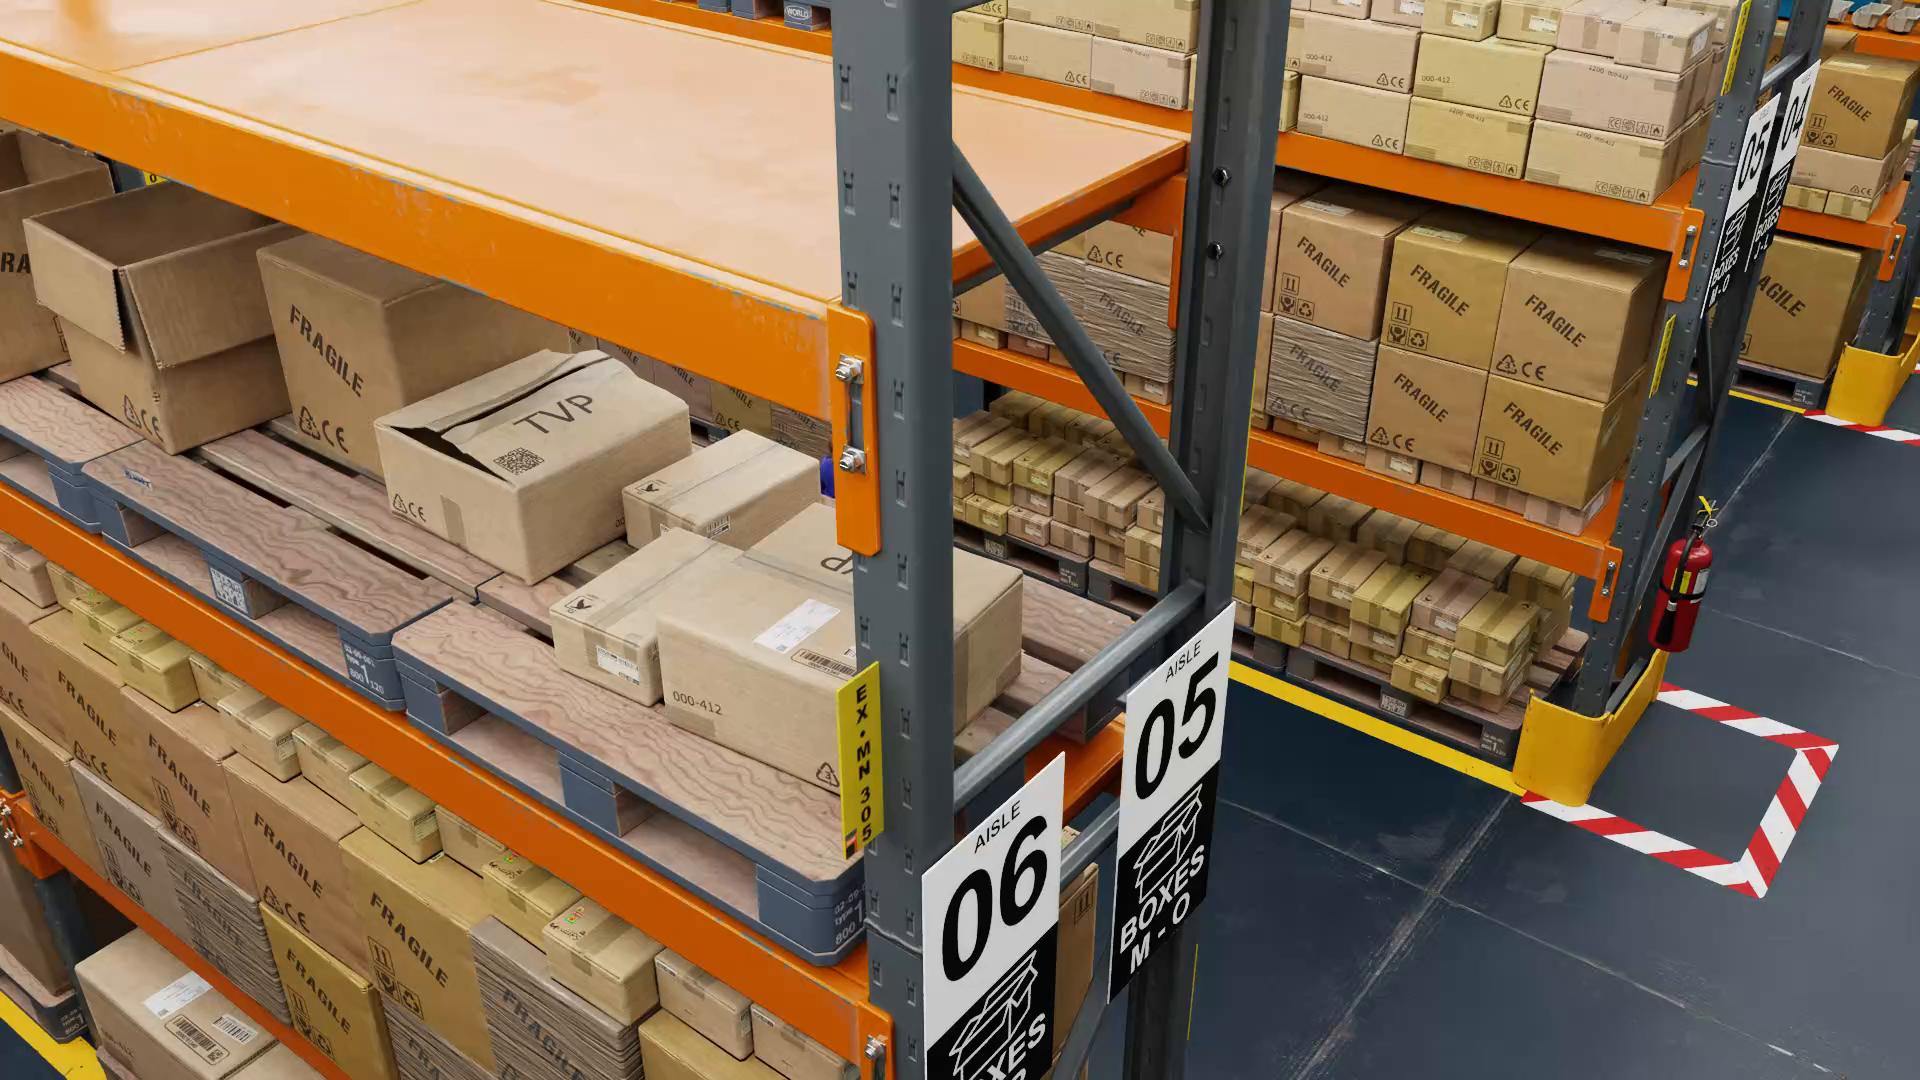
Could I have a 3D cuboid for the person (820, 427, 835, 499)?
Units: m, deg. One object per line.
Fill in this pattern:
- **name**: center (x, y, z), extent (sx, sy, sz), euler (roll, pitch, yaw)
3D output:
- **person**: center (-0.485, 0.123, 7.881), extent (0.512, 1.654, 0.352), euler (21, 37, 31)
